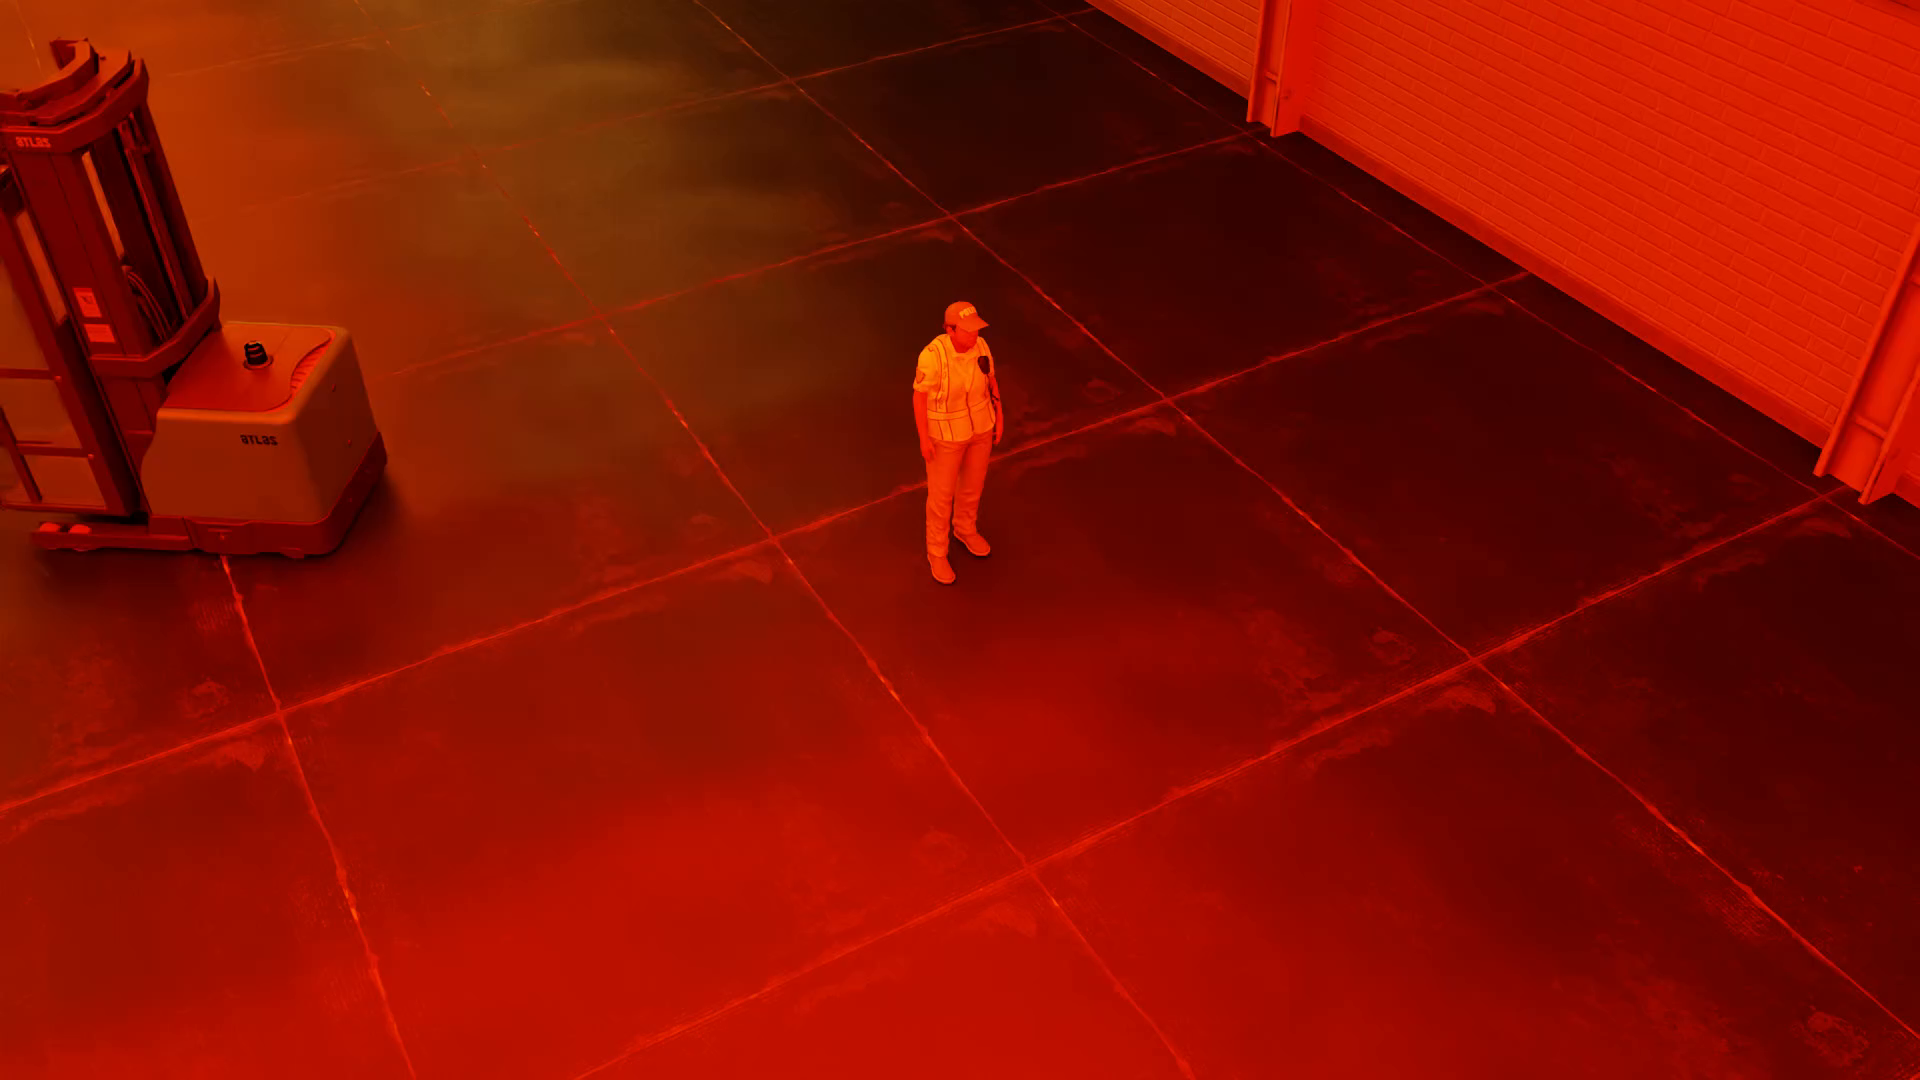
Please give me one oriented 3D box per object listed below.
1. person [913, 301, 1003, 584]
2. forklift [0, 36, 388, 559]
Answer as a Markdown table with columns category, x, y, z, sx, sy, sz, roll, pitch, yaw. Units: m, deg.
| category | x | y | z | sx | sy | sz | roll | pitch | yaw |
| --- | --- | --- | --- | --- | --- | --- | --- | --- | --- |
| person | 0.018 | -0.597 | 9.736 | 0.598 | 1.670 | 0.529 | -20 | 44 | -23 |
| forklift | -5.277 | -1.391 | 9.713 | 3.031 | 2.935 | 1.130 | 3 | 40 | 4 |
